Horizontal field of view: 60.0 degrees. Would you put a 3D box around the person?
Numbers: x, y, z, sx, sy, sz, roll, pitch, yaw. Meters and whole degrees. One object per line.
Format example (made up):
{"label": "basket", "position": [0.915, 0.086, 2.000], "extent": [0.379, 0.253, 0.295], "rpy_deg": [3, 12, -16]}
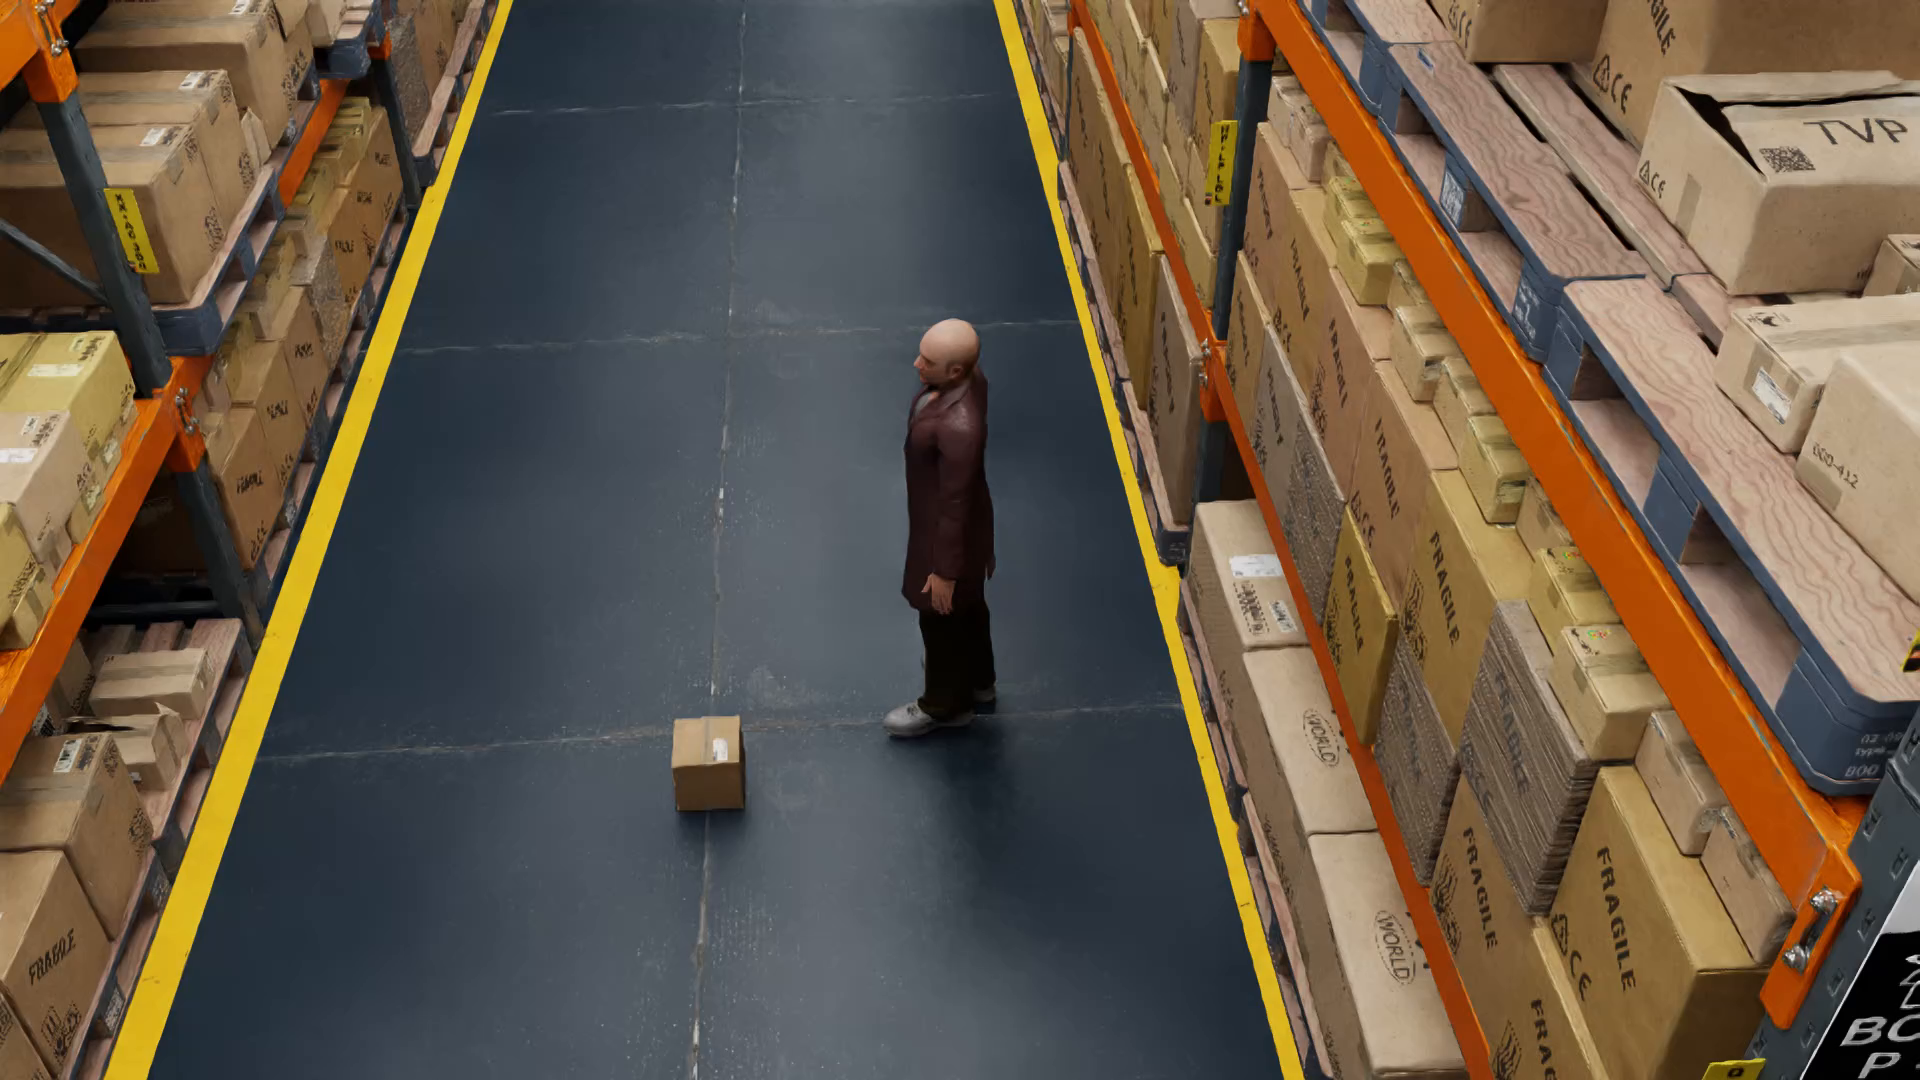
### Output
{"label": "person", "position": [-0.075, -0.043, 6.181], "extent": [0.443, 1.782, 0.705], "rpy_deg": [2, 39, 3]}
